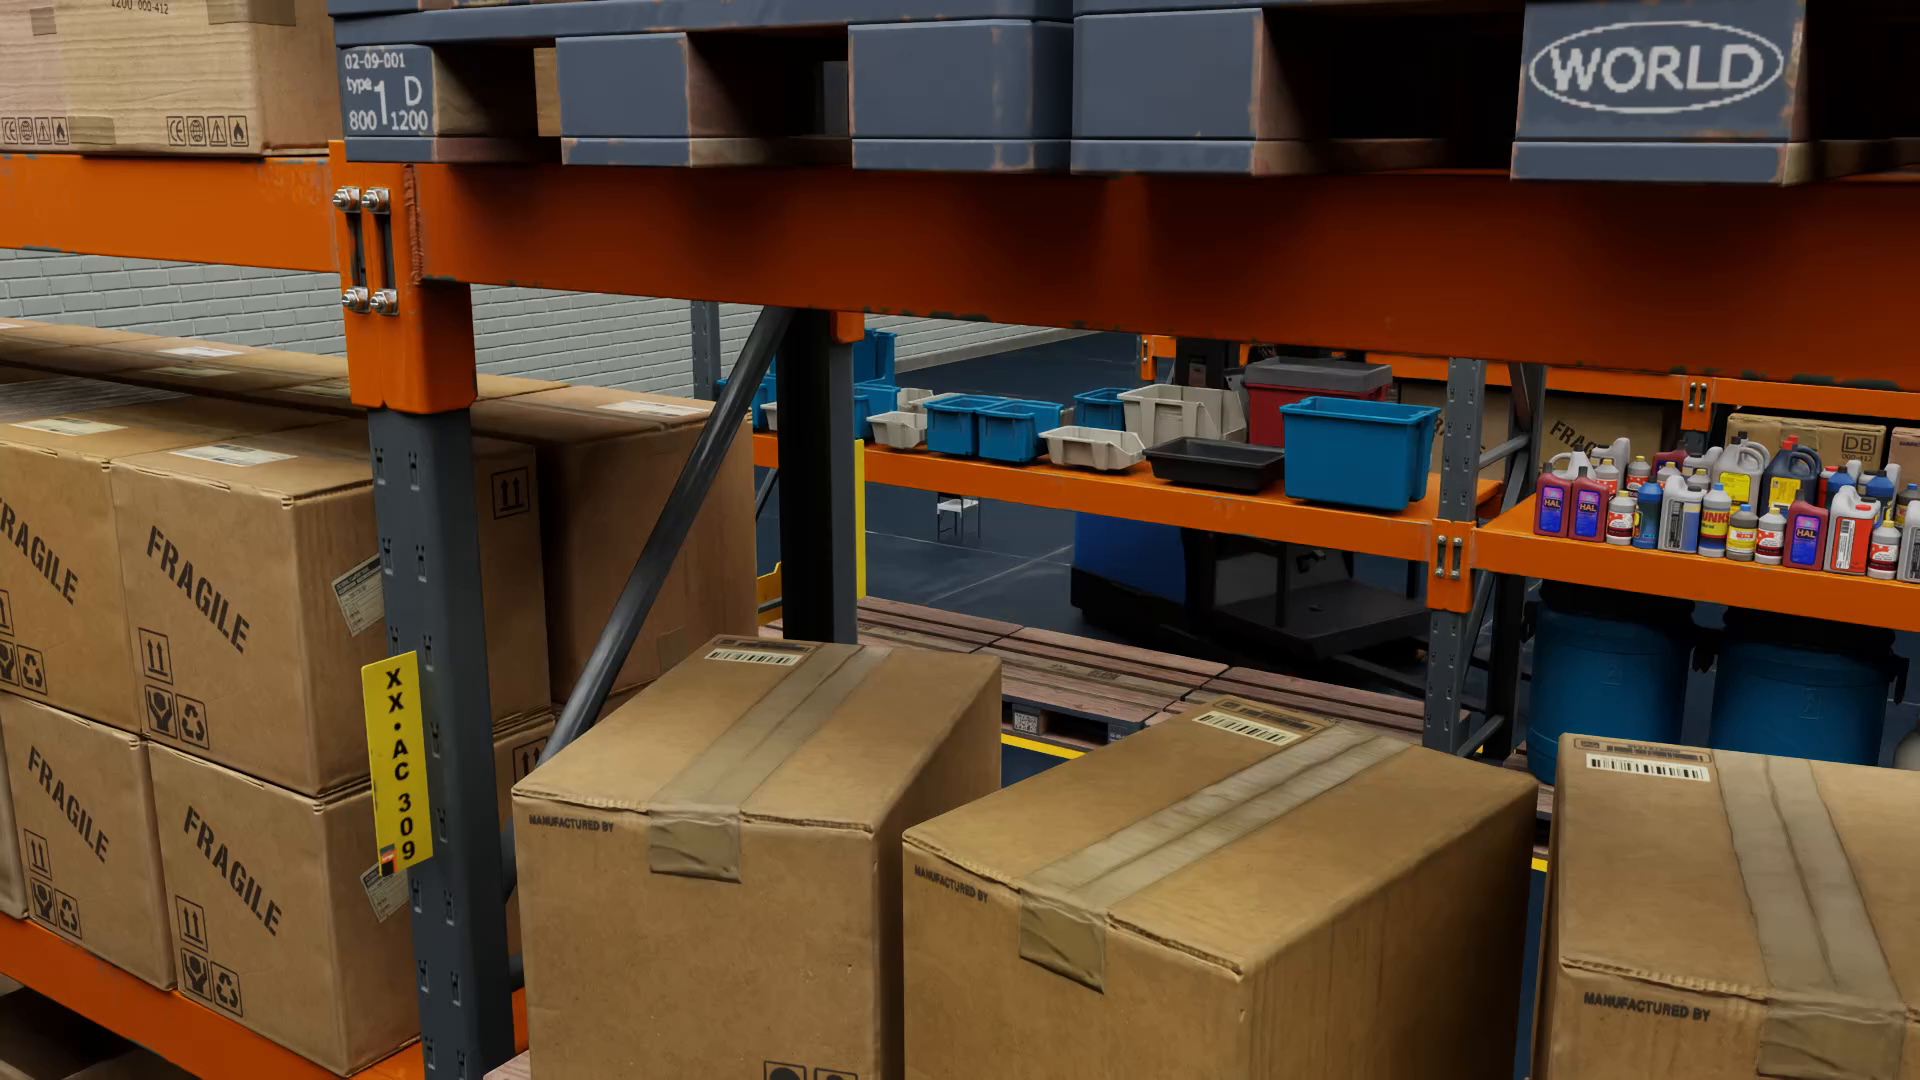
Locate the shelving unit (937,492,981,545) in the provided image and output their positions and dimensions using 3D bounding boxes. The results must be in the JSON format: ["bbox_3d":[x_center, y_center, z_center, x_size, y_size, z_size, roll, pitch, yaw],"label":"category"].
[{"bbox_3d":[-0.007,-0.438,11.719,0.210,0.900,0.258,9,17,33],"label":"shelving unit"}]

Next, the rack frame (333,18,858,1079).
[{"bbox_3d":[-0.528,0.640,2.994,0.127,3.000,1.000,9,17,33],"label":"rack frame"}]

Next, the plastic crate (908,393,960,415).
[{"bbox_3d":[-0.069,-0.669,8.708,0.243,0.136,0.396,9,17,33],"label":"plastic crate"}]

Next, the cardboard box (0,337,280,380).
[{"bbox_3d":[-2.045,-0.220,4.181,0.500,0.500,0.500,10,17,35],"label":"cardboard box"}]

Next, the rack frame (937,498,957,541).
[{"bbox_3d":[-0.091,-0.452,11.775,0.006,0.900,0.240,9,17,33],"label":"rack frame"}]

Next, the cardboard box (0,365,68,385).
[{"bbox_3d":[-2.353,-0.113,3.749,0.500,0.500,0.500,9,17,32],"label":"cardboard box"}]

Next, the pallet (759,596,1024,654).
[{"bbox_3d":[-0.417,0.589,9.005,1.213,0.211,1.003,9,17,33],"label":"pallet"}]

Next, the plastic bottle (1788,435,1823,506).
[{"bbox_3d":[3.339,-0.240,6.653,0.185,0.351,0.144,9,17,33],"label":"plastic bottle"}]

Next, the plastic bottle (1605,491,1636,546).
[{"bbox_3d":[2.523,-0.086,6.343,0.097,0.201,0.097,0,14,0],"label":"plastic bottle"}]

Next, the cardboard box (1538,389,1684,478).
[{"bbox_3d":[4.501,-0.611,11.598,0.875,0.875,0.875,9,17,33],"label":"cardboard box"}]

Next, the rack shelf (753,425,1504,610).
[{"bbox_3d":[0.580,-0.266,8.151,4.000,0.370,1.077,9,17,33],"label":"rack shelf"}]

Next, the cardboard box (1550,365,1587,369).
[{"bbox_3d":[4.142,-1.257,11.181,0.250,0.149,0.380,9,16,32],"label":"cardboard box"}]

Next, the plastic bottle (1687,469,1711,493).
[{"bbox_3d":[2.996,-0.186,6.744,0.097,0.201,0.097,0,14,0],"label":"plastic bottle"}]

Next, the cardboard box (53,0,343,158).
[{"bbox_3d":[-1.080,-0.755,2.700,0.500,0.250,0.500,9,17,33],"label":"cardboard box"}]

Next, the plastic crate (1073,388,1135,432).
[{"bbox_3d":[0.768,-0.607,8.255,0.300,0.233,0.416,9,17,33],"label":"plastic crate"}]

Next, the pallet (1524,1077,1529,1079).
[{"bbox_3d":[1.175,1.010,1.900,1.213,0.211,1.003,9,17,33],"label":"pallet"}]

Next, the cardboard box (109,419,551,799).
[{"bbox_3d":[-1.092,0.090,2.927,0.500,0.500,0.500,9,17,33],"label":"cardboard box"}]

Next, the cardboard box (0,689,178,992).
[{"bbox_3d":[-1.514,0.507,3.324,0.500,0.500,0.500,10,17,34],"label":"cardboard box"}]

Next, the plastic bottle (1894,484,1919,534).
[{"bbox_3d":[3.692,-0.117,6.467,0.097,0.201,0.097,0,14,0],"label":"plastic bottle"}]

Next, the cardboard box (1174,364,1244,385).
[{"bbox_3d":[2.261,-0.973,13.060,0.875,0.875,0.875,9,17,33],"label":"cardboard box"}]

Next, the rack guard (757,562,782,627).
[{"bbox_3d":[-1.106,0.330,9.451,0.348,0.500,1.175,9,17,33],"label":"rack guard"}]

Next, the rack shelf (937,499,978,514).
[{"bbox_3d":[-0.007,-0.231,11.771,0.200,0.077,0.258,9,17,33],"label":"rack shelf"}]

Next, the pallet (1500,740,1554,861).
[{"bbox_3d":[2.857,1.119,6.865,1.213,0.211,1.003,9,17,33],"label":"pallet"}]

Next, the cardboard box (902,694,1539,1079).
[{"bbox_3d":[0.346,0.576,2.173,0.500,0.500,0.700,13,19,42],"label":"cardboard box"}]

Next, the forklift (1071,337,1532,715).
[{"bbox_3d":[1.906,-0.747,8.741,1.130,2.935,3.031,-9,17,-33],"label":"forklift"}]

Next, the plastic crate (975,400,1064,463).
[{"bbox_3d":[0.283,-0.515,7.887,0.300,0.233,0.416,9,17,33],"label":"plastic crate"}]

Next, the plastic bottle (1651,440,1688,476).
[{"bbox_3d":[2.965,-0.280,6.954,0.133,0.283,0.061,9,17,33],"label":"plastic bottle"}]

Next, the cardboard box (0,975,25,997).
[{"bbox_3d":[-2.487,1.382,4.803,0.500,0.250,0.500,9,17,33],"label":"cardboard box"}]

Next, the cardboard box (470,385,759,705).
[{"bbox_3d":[-0.762,-0.013,3.343,0.500,0.500,0.500,10,17,34],"label":"cardboard box"}]

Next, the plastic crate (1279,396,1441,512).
[{"bbox_3d":[1.662,-0.363,6.954,0.575,0.384,0.392,9,17,33],"label":"plastic crate"}]

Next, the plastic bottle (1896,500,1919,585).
[{"bbox_3d":[3.372,0.007,5.811,0.135,0.276,0.152,9,17,33],"label":"plastic bottle"}]

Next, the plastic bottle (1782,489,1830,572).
[{"bbox_3d":[3.043,-0.037,5.972,0.133,0.283,0.061,9,17,33],"label":"plastic bottle"}]

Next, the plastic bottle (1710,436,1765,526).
[{"bbox_3d":[3.105,-0.236,6.637,0.185,0.351,0.144,9,17,33],"label":"plastic bottle"}]

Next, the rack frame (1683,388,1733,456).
[{"bbox_3d":[5.004,-1.334,10.971,0.127,3.000,1.000,9,17,33],"label":"rack frame"}]

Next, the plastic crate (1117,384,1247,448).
[{"bbox_3d":[1.076,-0.560,7.964,0.530,0.282,0.437,9,17,33],"label":"plastic crate"}]

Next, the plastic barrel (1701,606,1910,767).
[{"bbox_3d":[3.269,0.639,6.491,0.708,0.901,0.600,9,17,33],"label":"plastic barrel"}]

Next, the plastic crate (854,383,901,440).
[{"bbox_3d":[-0.512,-0.644,8.406,0.300,0.233,0.416,9,17,33],"label":"plastic crate"}]

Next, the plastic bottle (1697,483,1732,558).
[{"bbox_3d":[2.796,-0.076,6.156,0.097,0.271,0.097,0,14,0],"label":"plastic bottle"}]

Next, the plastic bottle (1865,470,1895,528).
[{"bbox_3d":[3.526,-0.134,6.389,0.097,0.271,0.097,0,14,0],"label":"plastic bottle"}]

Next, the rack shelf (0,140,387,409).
[{"bbox_3d":[-2.187,-0.735,3.803,4.000,0.370,1.077,9,17,33],"label":"rack shelf"}]

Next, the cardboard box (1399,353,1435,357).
[{"bbox_3d":[3.291,-1.395,11.737,0.250,0.149,0.380,10,17,34],"label":"cardboard box"}]
